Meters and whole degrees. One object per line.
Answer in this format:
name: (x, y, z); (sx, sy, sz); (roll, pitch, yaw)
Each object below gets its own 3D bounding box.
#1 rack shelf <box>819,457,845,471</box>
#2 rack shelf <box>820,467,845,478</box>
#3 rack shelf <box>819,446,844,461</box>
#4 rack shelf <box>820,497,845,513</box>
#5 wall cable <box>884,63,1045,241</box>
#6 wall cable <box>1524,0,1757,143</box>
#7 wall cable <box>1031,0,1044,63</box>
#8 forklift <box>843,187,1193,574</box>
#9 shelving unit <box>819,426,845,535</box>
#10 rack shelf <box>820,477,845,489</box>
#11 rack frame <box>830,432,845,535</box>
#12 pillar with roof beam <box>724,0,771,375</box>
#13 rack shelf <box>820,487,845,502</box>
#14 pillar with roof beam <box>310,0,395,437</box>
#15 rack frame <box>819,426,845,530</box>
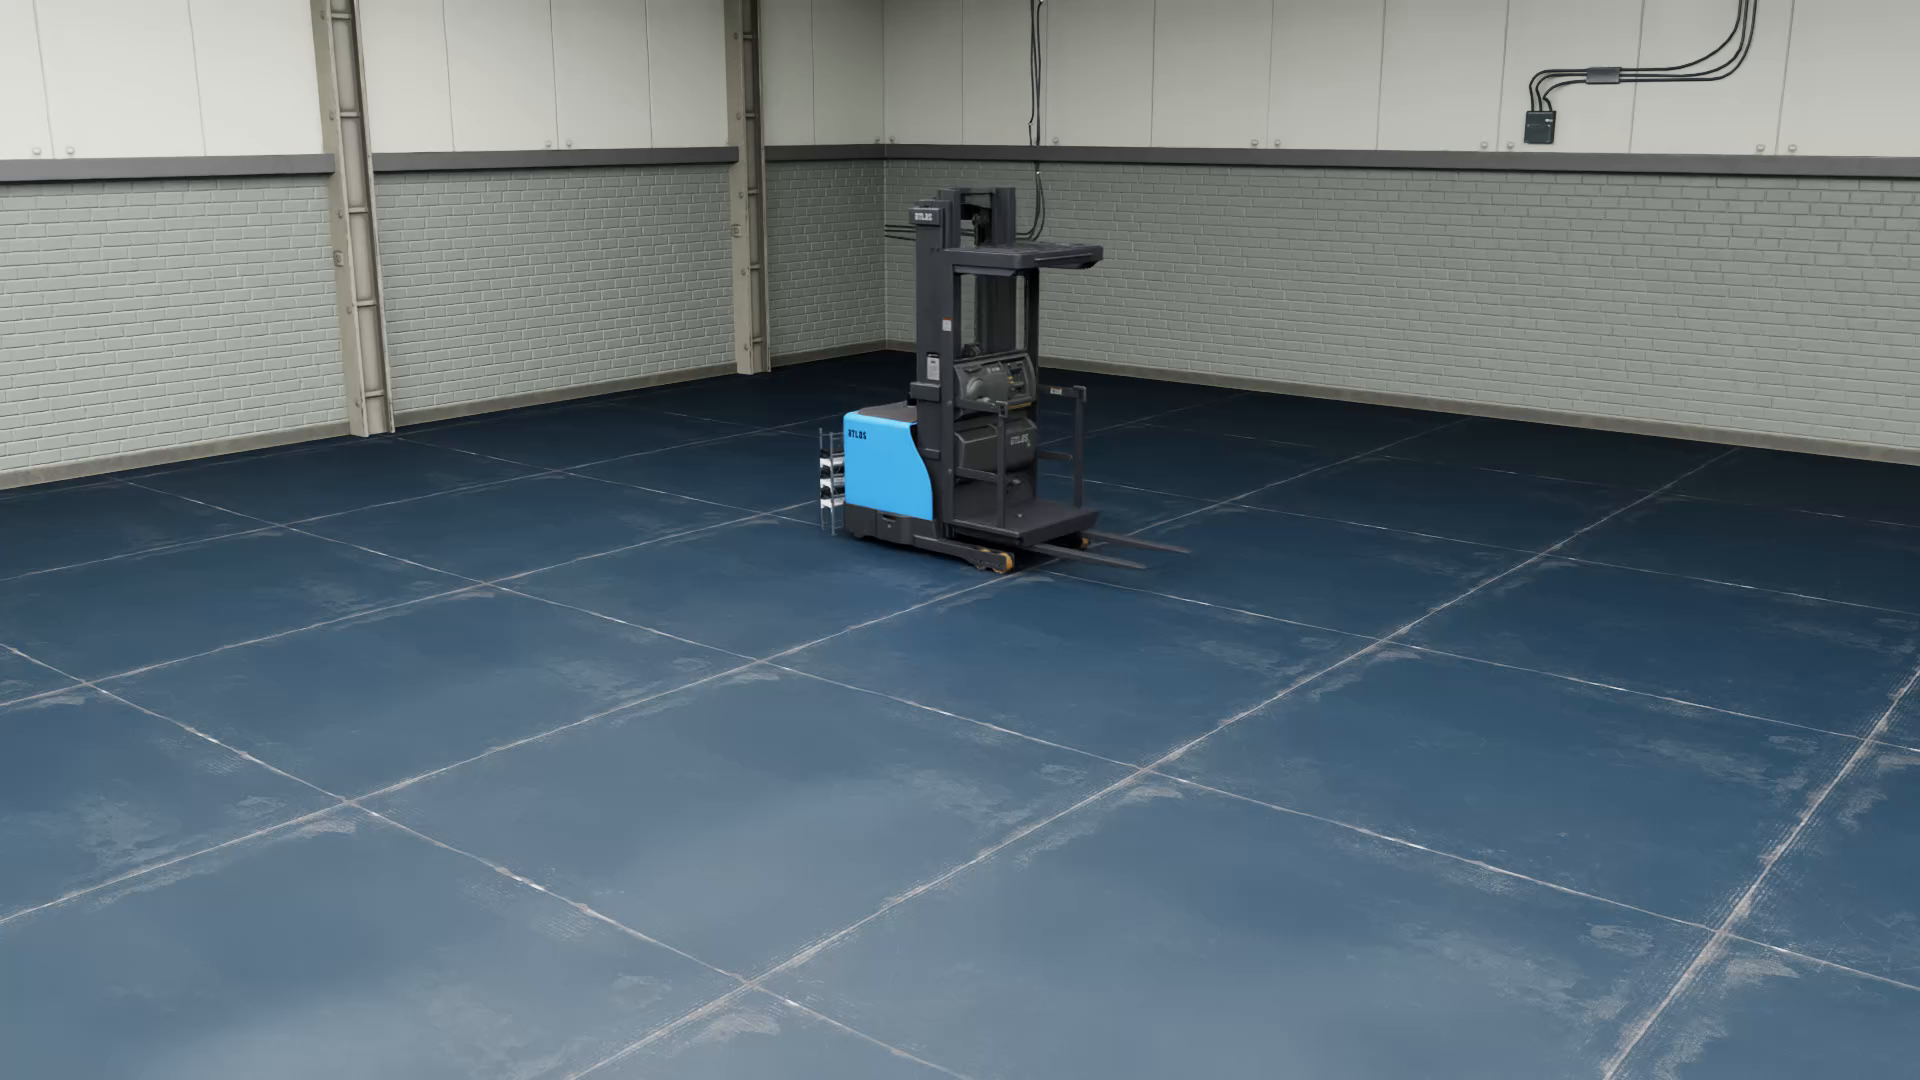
rack shelf: (-1.047, -0.657, 14.287); (0.258, 0.077, 0.200); (-8, 17, -30)
rack shelf: (-1.047, -0.570, 14.310); (0.258, 0.077, 0.200); (-8, 17, -30)
rack shelf: (-1.047, -0.745, 14.265); (0.258, 0.077, 0.200); (-8, 17, -30)
rack shelf: (-1.047, -0.308, 14.376); (0.258, 0.077, 0.200); (-8, 17, -30)
wall cable: (-0.031, -5.583, 24.129); (3.097, 2.526, 0.112); (11, 18, 38)
wall cable: (7.343, -7.264, 17.533); (2.305, 6.003, 0.169); (11, 18, 38)
wall cable: (2.073, -7.612, 21.859); (3.097, 2.526, 0.112); (11, 18, 38)
forklift: (0.448, -1.299, 13.283); (3.031, 2.935, 1.130); (12, 19, 40)
shelving unit: (-1.047, -0.515, 14.324); (0.258, 0.900, 0.210); (-8, 17, -30)
rack shelf: (-1.047, -0.483, 14.332); (0.258, 0.077, 0.200); (-8, 17, -30)
rack frame: (-0.994, -0.494, 14.239); (0.240, 0.900, 0.006); (-8, 17, -30)
pillar with roof beam: (0.437, -6.062, 19.709); (9.100, 9.000, 0.400); (11, 18, 38)
rack shelf: (-1.047, -0.396, 14.354); (0.258, 0.077, 0.200); (-8, 17, -30)
pillar with roof beam: (-3.334, -4.913, 15.186); (9.100, 9.000, 0.400); (11, 18, 38)
rack frame: (-1.099, -0.537, 14.408); (0.240, 0.900, 0.006); (-8, 17, -30)
